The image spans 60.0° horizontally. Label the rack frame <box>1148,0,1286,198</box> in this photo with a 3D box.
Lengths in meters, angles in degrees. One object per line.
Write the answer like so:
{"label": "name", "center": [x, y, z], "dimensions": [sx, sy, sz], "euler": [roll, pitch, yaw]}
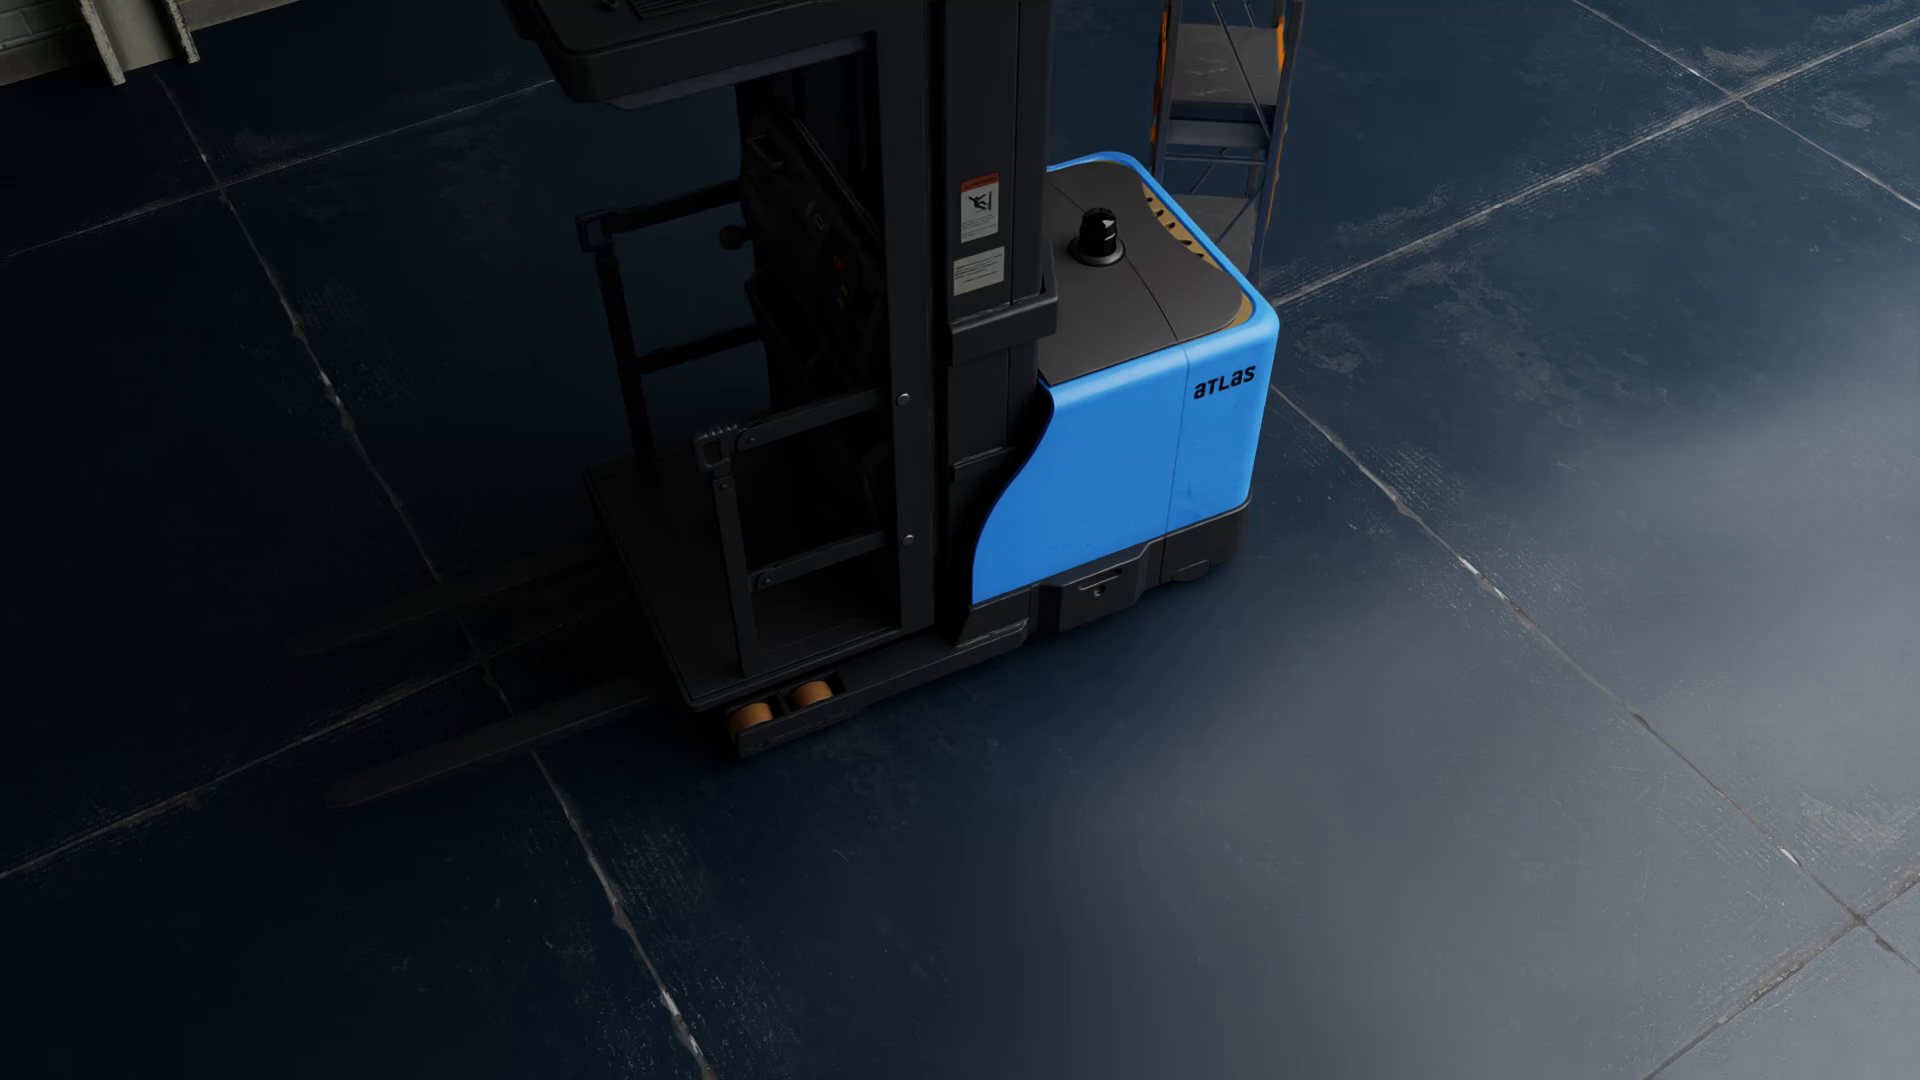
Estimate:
{"label": "rack frame", "center": [0.887, -1.608, 5.776], "dimensions": [0.400, 2.100, 0.015], "euler": [4, 48, 4]}

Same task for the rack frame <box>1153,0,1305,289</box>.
{"label": "rack frame", "center": [0.839, -1.245, 5.453], "dimensions": [0.400, 2.100, 0.015], "euler": [4, 48, 4]}

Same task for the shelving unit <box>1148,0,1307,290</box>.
{"label": "shelving unit", "center": [0.863, -1.426, 5.614], "dimensions": [0.431, 2.100, 0.503], "euler": [4, 48, 4]}

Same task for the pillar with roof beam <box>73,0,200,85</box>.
{"label": "pillar with roof beam", "center": [-1.487, -2.525, 1.973], "dimensions": [0.400, 9.000, 9.100], "euler": [-25, 53, -21]}

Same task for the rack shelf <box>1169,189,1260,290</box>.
{"label": "rack shelf", "center": [0.863, -0.952, 6.147], "dimensions": [0.431, 0.518, 0.480], "euler": [4, 48, 4]}

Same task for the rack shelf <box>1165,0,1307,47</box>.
{"label": "rack shelf", "center": [0.863, -1.883, 5.102], "dimensions": [0.431, 0.518, 0.480], "euler": [4, 48, 4]}

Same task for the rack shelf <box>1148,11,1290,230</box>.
{"label": "rack shelf", "center": [0.863, -1.417, 5.624], "dimensions": [0.431, 0.518, 0.480], "euler": [4, 48, 4]}

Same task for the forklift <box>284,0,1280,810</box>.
{"label": "forklift", "center": [-0.592, -0.765, 4.469], "dimensions": [3.031, 2.935, 1.130], "euler": [-20, 51, -17]}
